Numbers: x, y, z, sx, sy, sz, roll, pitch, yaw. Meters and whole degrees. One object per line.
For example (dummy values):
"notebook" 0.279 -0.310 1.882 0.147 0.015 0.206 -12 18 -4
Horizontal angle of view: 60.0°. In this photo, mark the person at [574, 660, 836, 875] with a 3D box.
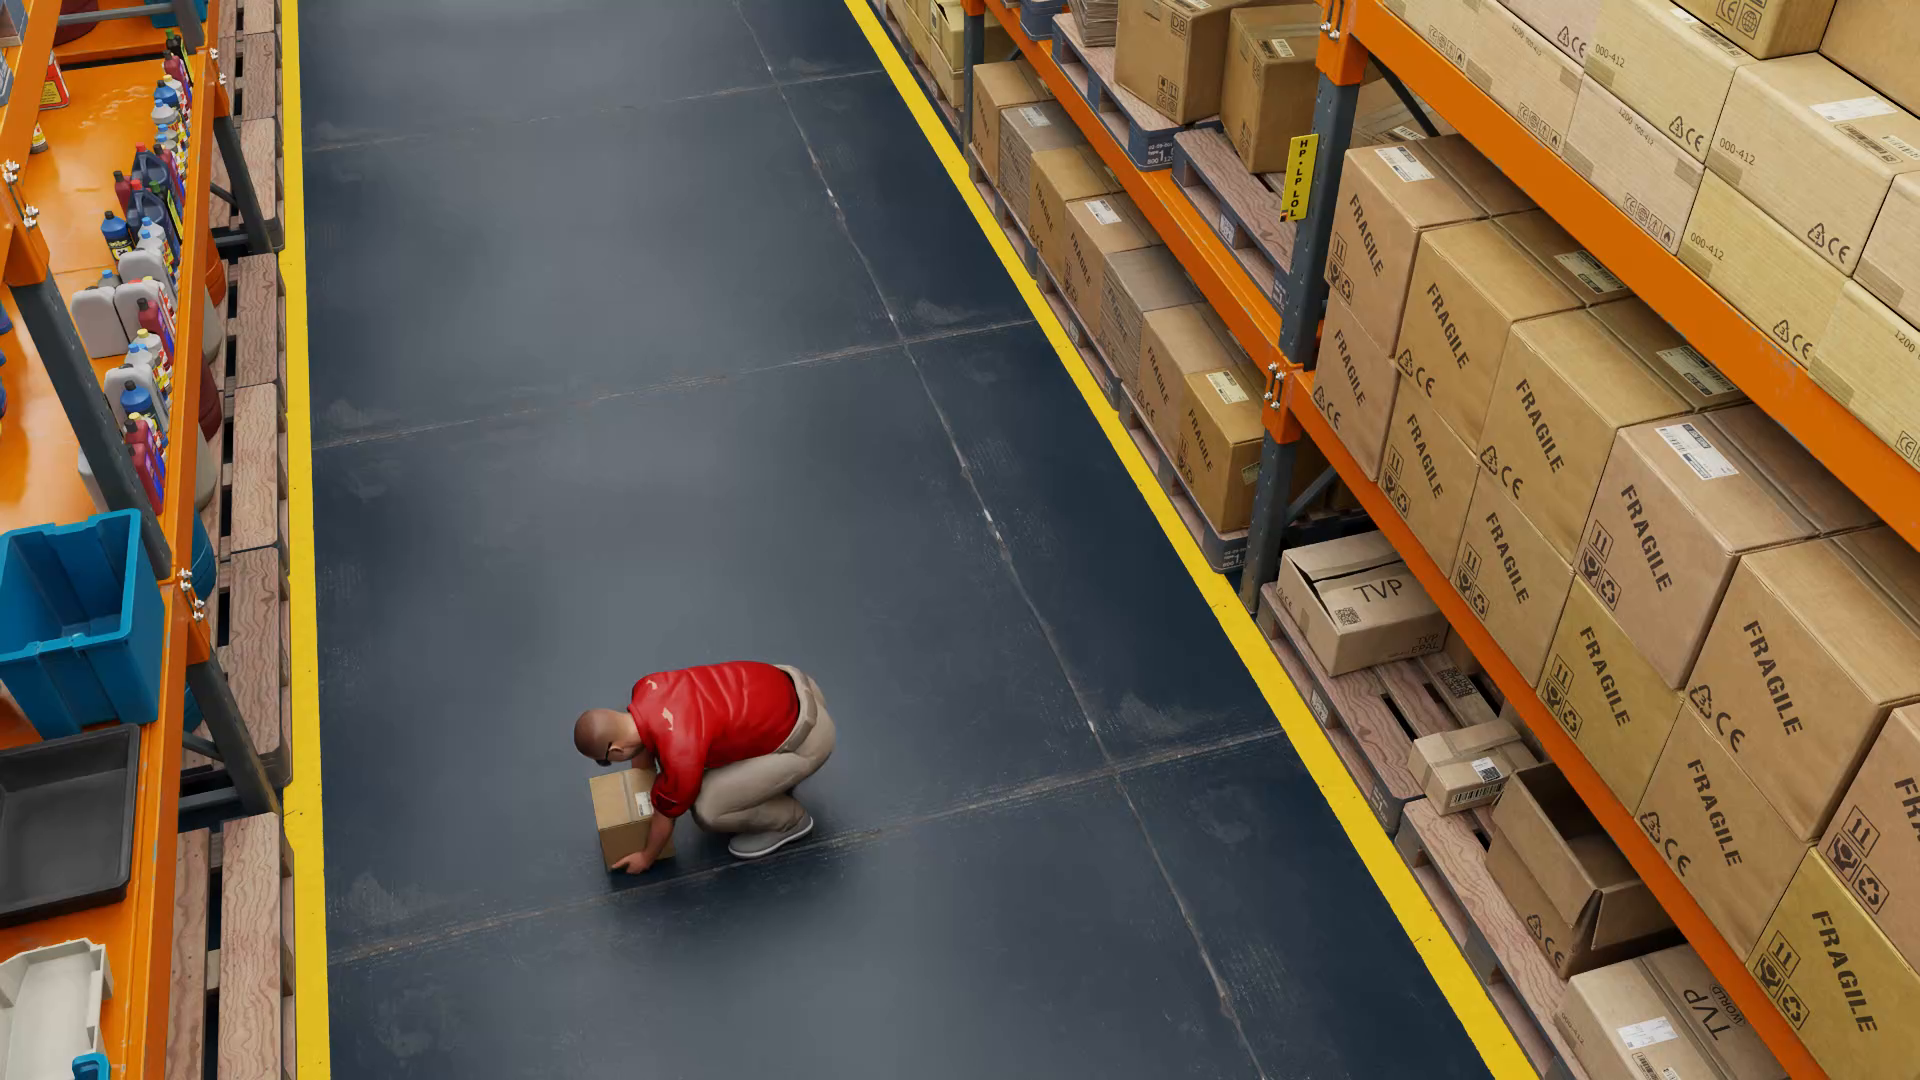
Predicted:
"person" -0.961 0.812 6.032 0.791 0.827 0.536 -13 43 -14
